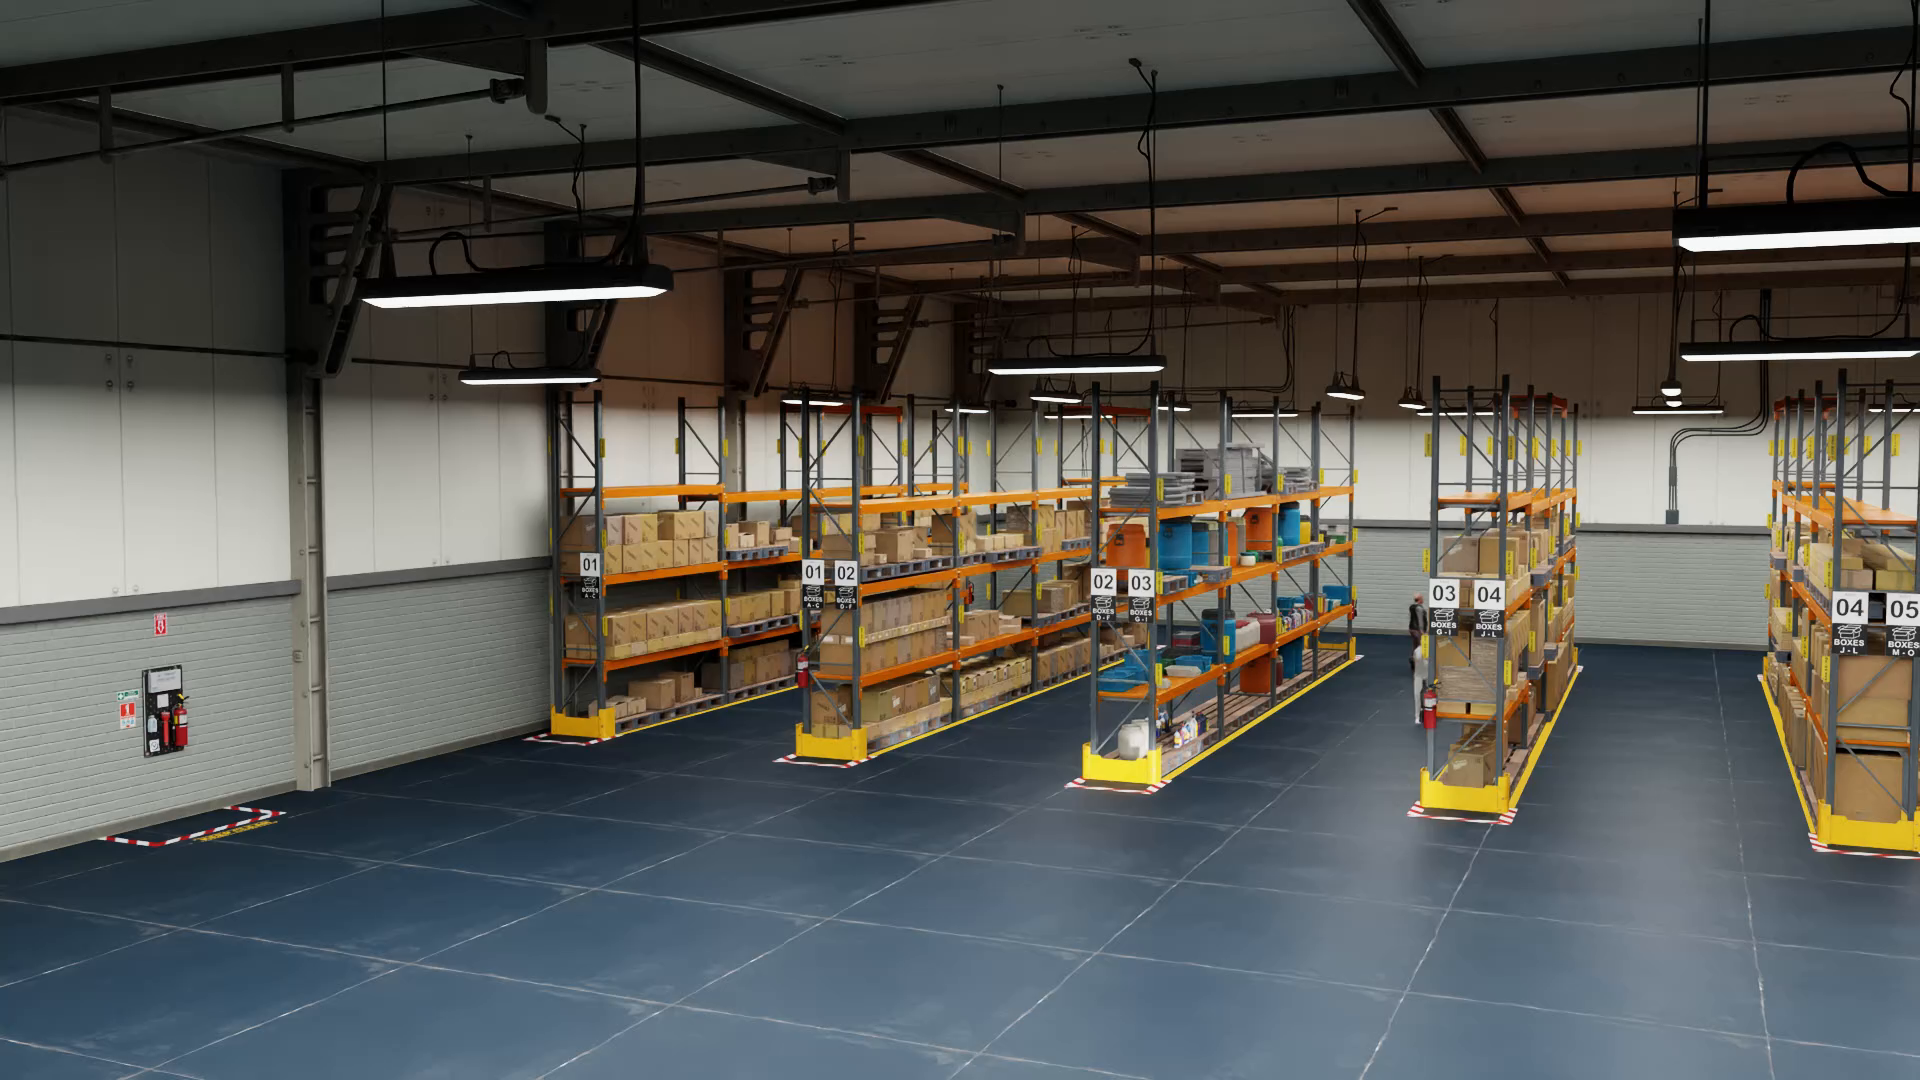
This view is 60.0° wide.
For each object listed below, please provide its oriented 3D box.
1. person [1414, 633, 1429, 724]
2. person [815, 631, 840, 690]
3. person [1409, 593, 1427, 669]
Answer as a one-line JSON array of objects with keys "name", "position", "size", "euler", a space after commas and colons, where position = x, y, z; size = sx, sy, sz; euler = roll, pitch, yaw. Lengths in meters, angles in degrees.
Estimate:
[{"name": "person", "position": [8.479, 2.503, 30.308], "size": [0.425, 1.611, 1.058], "euler": [1, 3, 21]}, {"name": "person", "position": [-2.603, 2.336, 33.810], "size": [0.608, 1.597, 0.664], "euler": [2, 4, 26]}, {"name": "person", "position": [10.322, 2.031, 37.484], "size": [0.447, 1.663, 0.553], "euler": [0, 3, -7]}]
